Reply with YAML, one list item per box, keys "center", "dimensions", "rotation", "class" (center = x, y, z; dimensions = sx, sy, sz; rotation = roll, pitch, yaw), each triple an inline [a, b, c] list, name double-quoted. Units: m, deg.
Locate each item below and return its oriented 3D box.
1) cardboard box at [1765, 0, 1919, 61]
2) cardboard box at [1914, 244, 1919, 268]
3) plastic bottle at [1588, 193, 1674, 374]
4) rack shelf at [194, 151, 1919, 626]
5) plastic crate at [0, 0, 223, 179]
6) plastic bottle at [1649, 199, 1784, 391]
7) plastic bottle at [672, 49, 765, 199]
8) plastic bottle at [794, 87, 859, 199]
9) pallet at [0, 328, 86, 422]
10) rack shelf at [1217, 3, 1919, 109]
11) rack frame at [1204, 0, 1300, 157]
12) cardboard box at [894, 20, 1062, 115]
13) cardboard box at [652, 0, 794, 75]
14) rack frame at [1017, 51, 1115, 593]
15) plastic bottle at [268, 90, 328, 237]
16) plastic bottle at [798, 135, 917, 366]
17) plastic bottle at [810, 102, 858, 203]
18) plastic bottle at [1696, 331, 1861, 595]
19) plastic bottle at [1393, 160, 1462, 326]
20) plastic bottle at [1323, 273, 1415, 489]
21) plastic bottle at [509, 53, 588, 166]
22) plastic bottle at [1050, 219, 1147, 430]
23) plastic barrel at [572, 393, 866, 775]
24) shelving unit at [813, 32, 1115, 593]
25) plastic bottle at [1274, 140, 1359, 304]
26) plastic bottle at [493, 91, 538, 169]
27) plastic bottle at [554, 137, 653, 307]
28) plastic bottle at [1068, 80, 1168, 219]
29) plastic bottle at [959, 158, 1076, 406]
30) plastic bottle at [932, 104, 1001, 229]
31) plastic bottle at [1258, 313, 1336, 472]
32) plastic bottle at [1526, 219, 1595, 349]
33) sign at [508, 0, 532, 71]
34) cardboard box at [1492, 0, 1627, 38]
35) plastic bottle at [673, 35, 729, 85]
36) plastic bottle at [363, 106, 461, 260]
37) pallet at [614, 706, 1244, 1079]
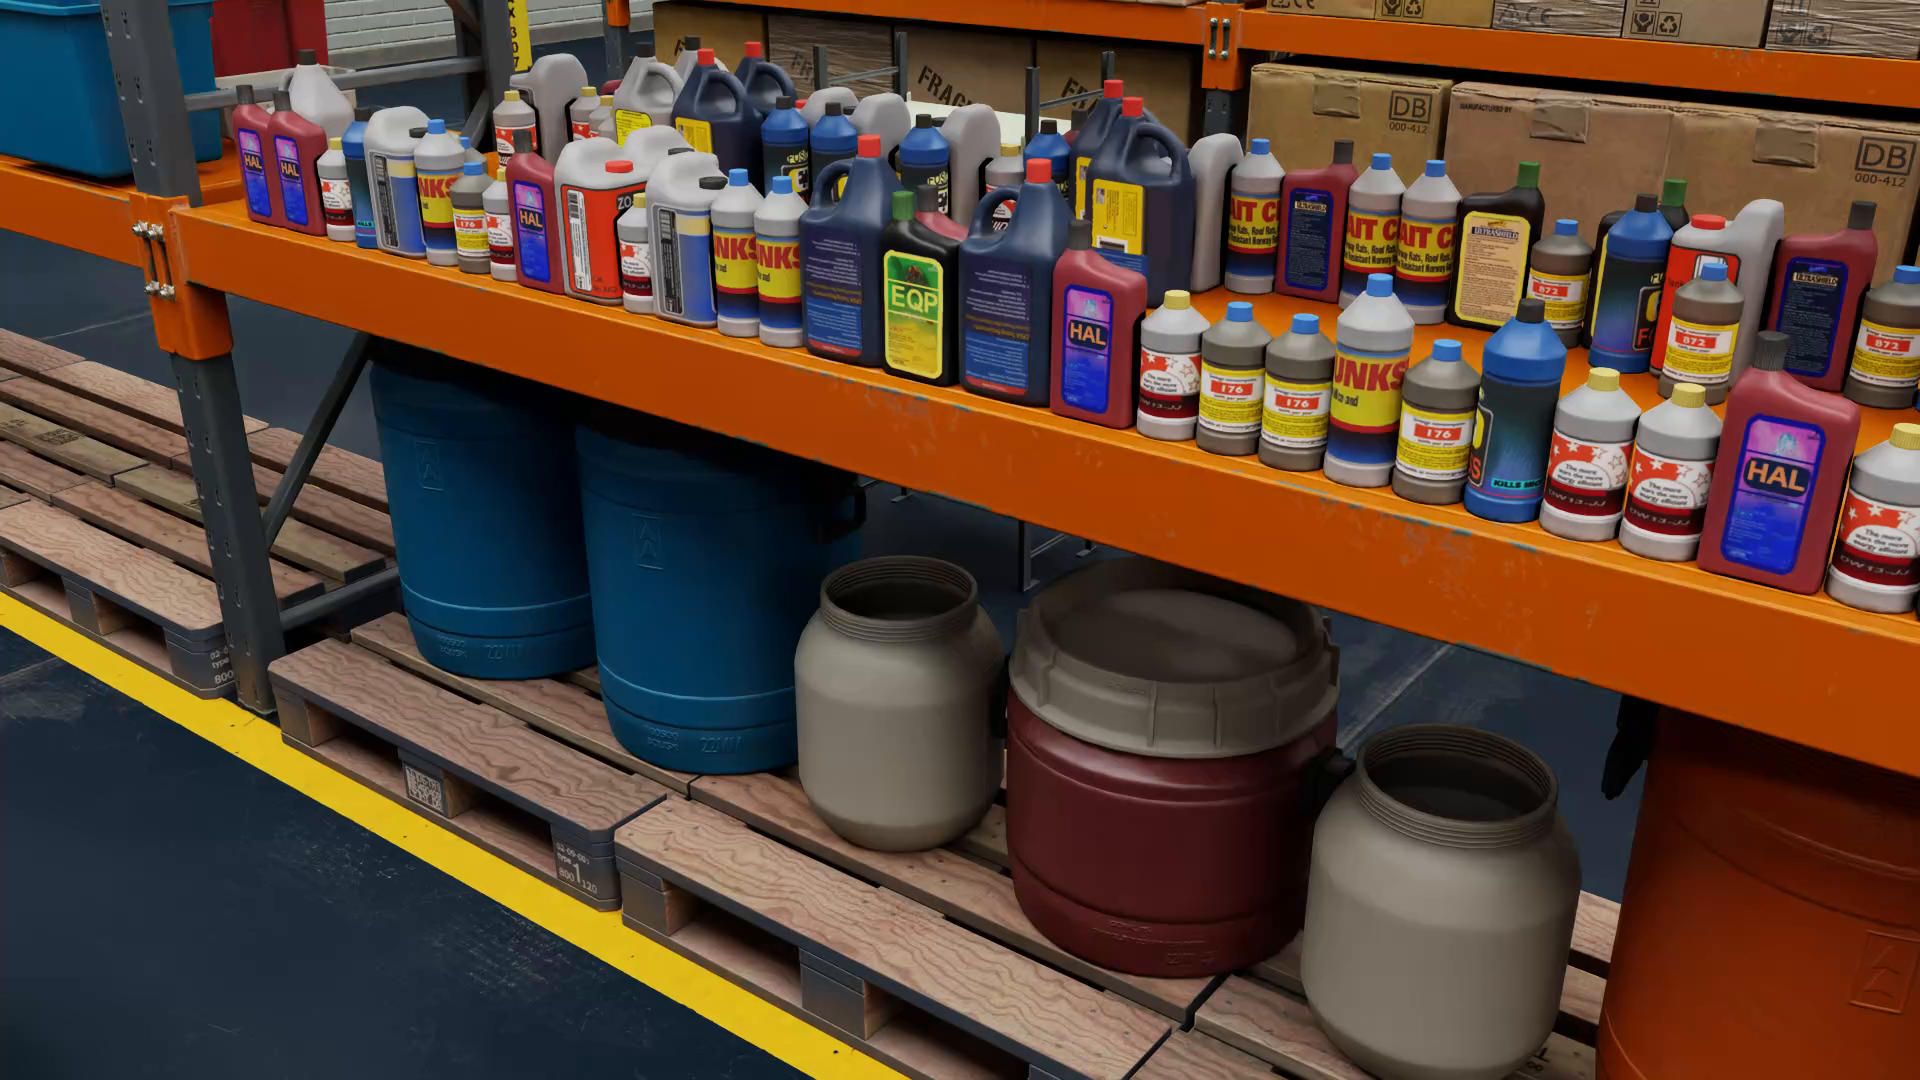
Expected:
- center: [3.306, -2.056, 6.072]
  dimensions: [0.500, 0.500, 0.500]
  rotation: [16, 28, 32]
  class: "cardboard box"
- center: [4.123, -1.117, 6.180]
  dimensions: [0.875, 0.875, 1.225]
  rotation: [15, 28, 31]
  class: "cardboard box"
- center: [1.056, -0.405, 2.609]
  dimensions: [0.097, 0.271, 0.097]
  rotation: [0, 24, 0]
  class: "plastic bottle"
- center: [0.091, -0.370, 3.019]
  dimensions: [3.809, 0.124, 0.919]
  rotation: [17, 29, 33]
  class: "rack shelf"
- center: [-2.087, -1.116, 4.008]
  dimensions: [0.575, 0.384, 0.392]
  rotation: [17, 29, 33]
  class: "plastic crate"
- center: [1.169, -0.390, 2.569]
  dimensions: [0.135, 0.276, 0.152]
  rotation: [17, 29, 33]
  class: "plastic bottle"
- center: [-0.516, -0.863, 3.549]
  dimensions: [0.185, 0.351, 0.144]
  rotation: [17, 29, 33]
  class: "plastic bottle"
- center: [-0.304, -0.835, 3.579]
  dimensions: [0.135, 0.276, 0.152]
  rotation: [17, 29, 33]
  class: "plastic bottle"
- center: [-4.073, -0.572, 6.287]
  dimensions: [1.213, 0.211, 1.003]
  rotation: [17, 29, 33]
  class: "pallet"
- center: [3.062, -1.878, 6.685]
  dimensions: [4.000, 0.370, 1.077]
  rotation: [17, 29, 33]
  class: "rack shelf"
- center: [1.462, -2.691, 7.638]
  dimensions: [0.127, 3.000, 1.000]
  rotation: [17, 29, 33]
  class: "rack frame"
- center: [0.261, -2.314, 8.896]
  dimensions: [0.875, 0.875, 0.875]
  rotation: [17, 29, 33]
  class: "cardboard box"
- center: [-1.179, -2.749, 9.884]
  dimensions: [0.875, 0.875, 0.875]
  rotation: [17, 29, 33]
  class: "cardboard box"
- center: [0.298, -0.596, 4.743]
  dimensions: [0.023, 1.500, 0.400]
  rotation: [17, 29, 33]
  class: "rack frame"
- center: [-1.365, -0.781, 3.447]
  dimensions: [0.133, 0.283, 0.061]
  rotation: [17, 29, 33]
  class: "plastic bottle"
- center: [-0.159, -0.469, 2.655]
  dimensions: [0.185, 0.351, 0.144]
  rotation: [17, 29, 33]
  class: "plastic bottle"
- center: [-0.256, -0.756, 3.404]
  dimensions: [0.097, 0.271, 0.097]
  rotation: [0, 24, 0]
  class: "plastic bottle"
- center: [0.928, -0.088, 1.875]
  dimensions: [0.133, 0.283, 0.061]
  rotation: [17, 29, 33]
  class: "plastic bottle"
- center: [0.801, -0.513, 2.853]
  dimensions: [0.097, 0.271, 0.097]
  rotation: [0, 24, 0]
  class: "plastic bottle"
- center: [0.535, -0.211, 2.168]
  dimensions: [0.097, 0.271, 0.097]
  rotation: [0, 24, 0]
  class: "plastic bottle"
- center: [-1.000, -1.045, 4.056]
  dimensions: [0.135, 0.276, 0.152]
  rotation: [17, 29, 33]
  class: "plastic bottle"
- center: [0.198, -0.309, 2.376]
  dimensions: [0.133, 0.283, 0.061]
  rotation: [17, 29, 33]
  class: "plastic bottle"
- center: [-0.517, -0.017, 3.649]
  dimensions: [0.708, 0.901, 0.600]
  rotation: [17, 29, 33]
  class: "plastic barrel"
- center: [0.005, -0.685, 4.944]
  dimensions: [0.755, 1.500, 0.431]
  rotation: [17, 29, 33]
  class: "shelving unit"
- center: [0.642, -0.576, 2.981]
  dimensions: [0.133, 0.283, 0.061]
  rotation: [17, 29, 33]
  class: "plastic bottle"
- center: [-1.060, -0.966, 3.970]
  dimensions: [0.097, 0.201, 0.097]
  rotation: [0, 24, 0]
  class: "plastic bottle"
- center: [-0.626, -0.578, 2.995]
  dimensions: [0.135, 0.276, 0.152]
  rotation: [17, 29, 33]
  class: "plastic bottle"
- center: [0.304, -0.687, 3.151]
  dimensions: [0.185, 0.351, 0.144]
  rotation: [17, 29, 33]
  class: "plastic bottle"
- center: [0.095, -0.392, 2.480]
  dimensions: [0.185, 0.351, 0.144]
  rotation: [17, 29, 33]
  class: "plastic bottle"
- center: [-0.011, -0.746, 3.378]
  dimensions: [0.135, 0.276, 0.152]
  rotation: [17, 29, 33]
  class: "plastic bottle"
- center: [0.457, -0.202, 2.236]
  dimensions: [0.097, 0.201, 0.097]
  rotation: [0, 24, 0]
  class: "plastic bottle"
- center: [0.986, -0.425, 2.740]
  dimensions: [0.097, 0.201, 0.097]
  rotation: [0, 24, 0]
  class: "plastic bottle"
- center: [-1.178, -1.397, 4.357]
  dimensions: [0.005, 0.325, 0.100]
  rotation: [17, 29, 33]
  class: "sign"
- center: [2.483, -2.303, 6.632]
  dimensions: [0.500, 0.500, 0.500]
  rotation: [16, 28, 32]
  class: "cardboard box"
- center: [-0.577, -0.954, 3.756]
  dimensions: [0.185, 0.351, 0.144]
  rotation: [17, 29, 33]
  class: "plastic bottle"
- center: [-1.074, -0.713, 3.302]
  dimensions: [0.135, 0.276, 0.152]
  rotation: [17, 29, 33]
  class: "plastic bottle"
- center: [0.064, 0.678, 3.450]
  dimensions: [1.213, 0.211, 1.003]
  rotation: [17, 29, 33]
  class: "pallet"
